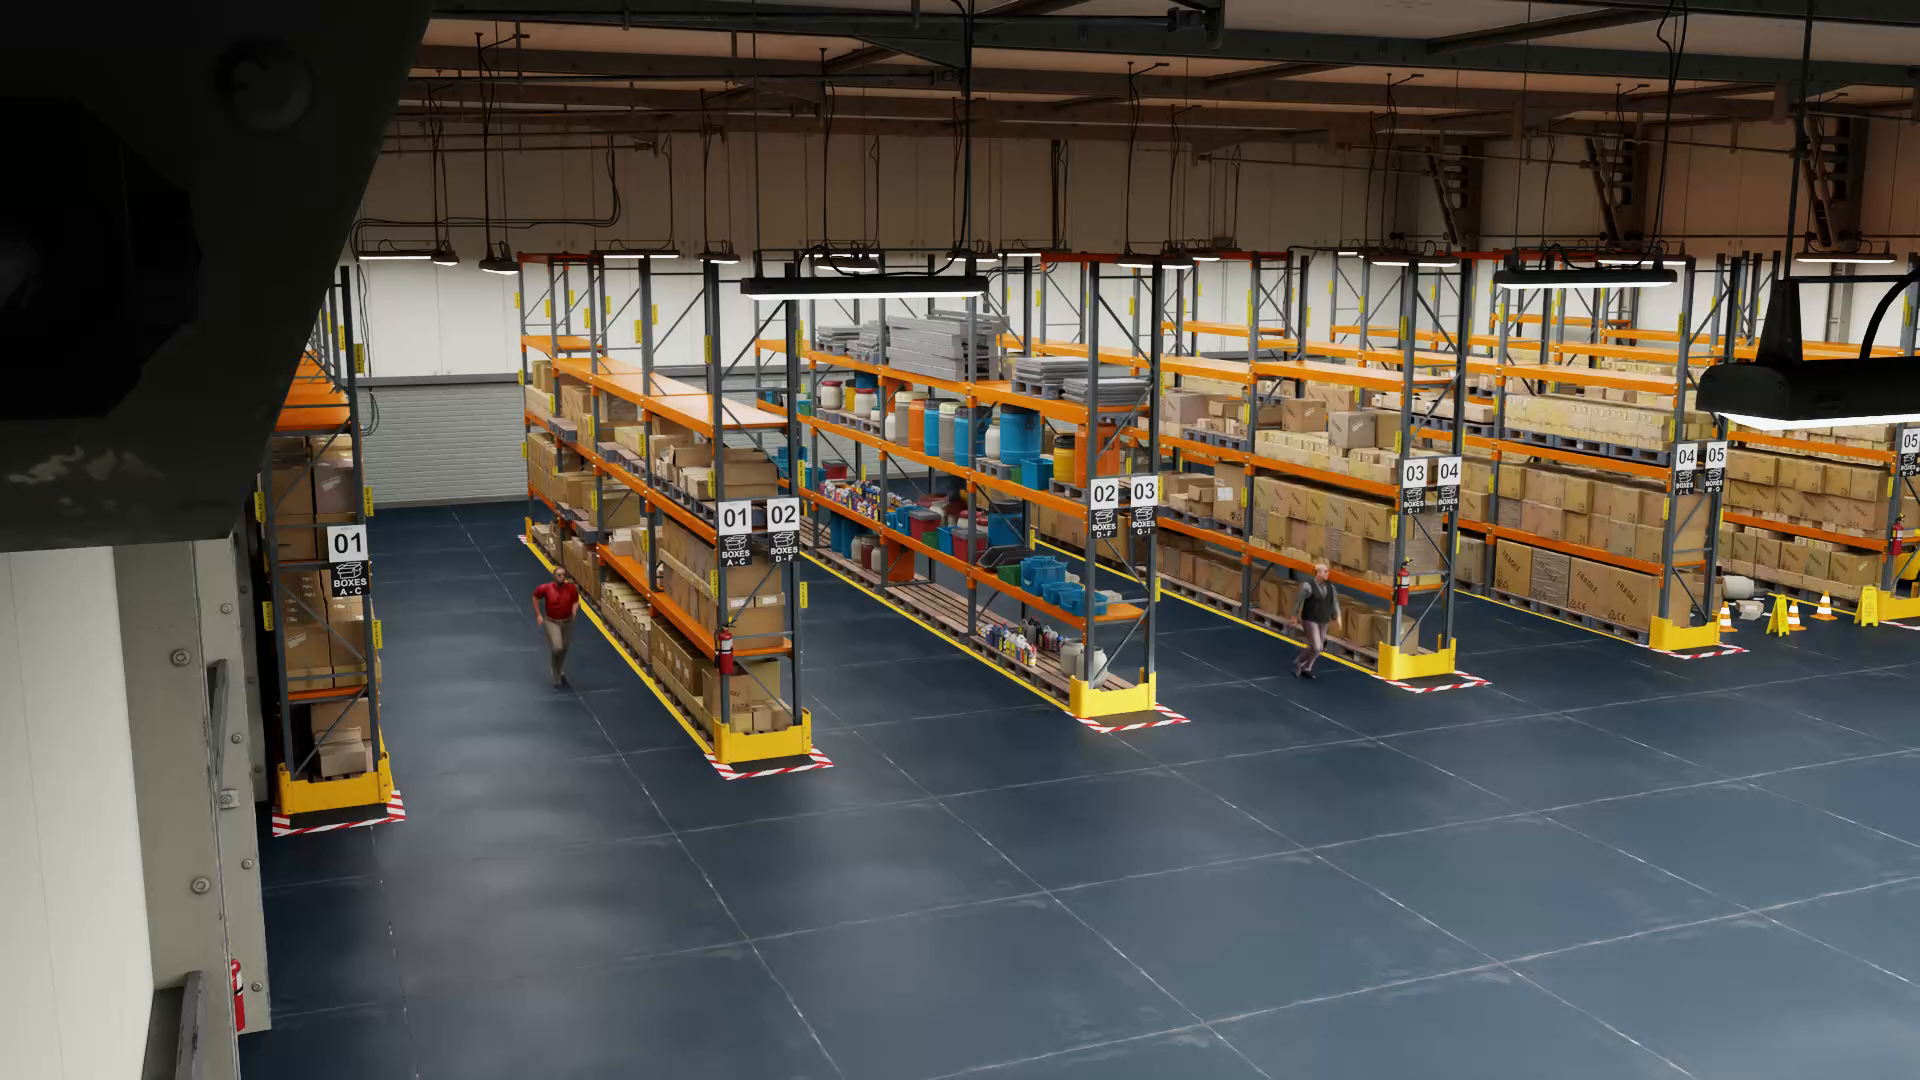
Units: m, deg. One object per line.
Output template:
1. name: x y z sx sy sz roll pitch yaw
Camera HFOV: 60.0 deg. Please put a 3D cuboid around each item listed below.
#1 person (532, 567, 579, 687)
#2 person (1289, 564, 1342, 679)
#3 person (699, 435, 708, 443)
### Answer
1. person: -5.724 1.231 23.706 0.606 1.753 0.843 -7 12 -33
2. person: 5.101 1.176 23.803 0.671 1.684 0.596 -5 12 -25
3. person: -5.971 -1.588 38.575 1.066 1.768 0.673 -3 11 -16
